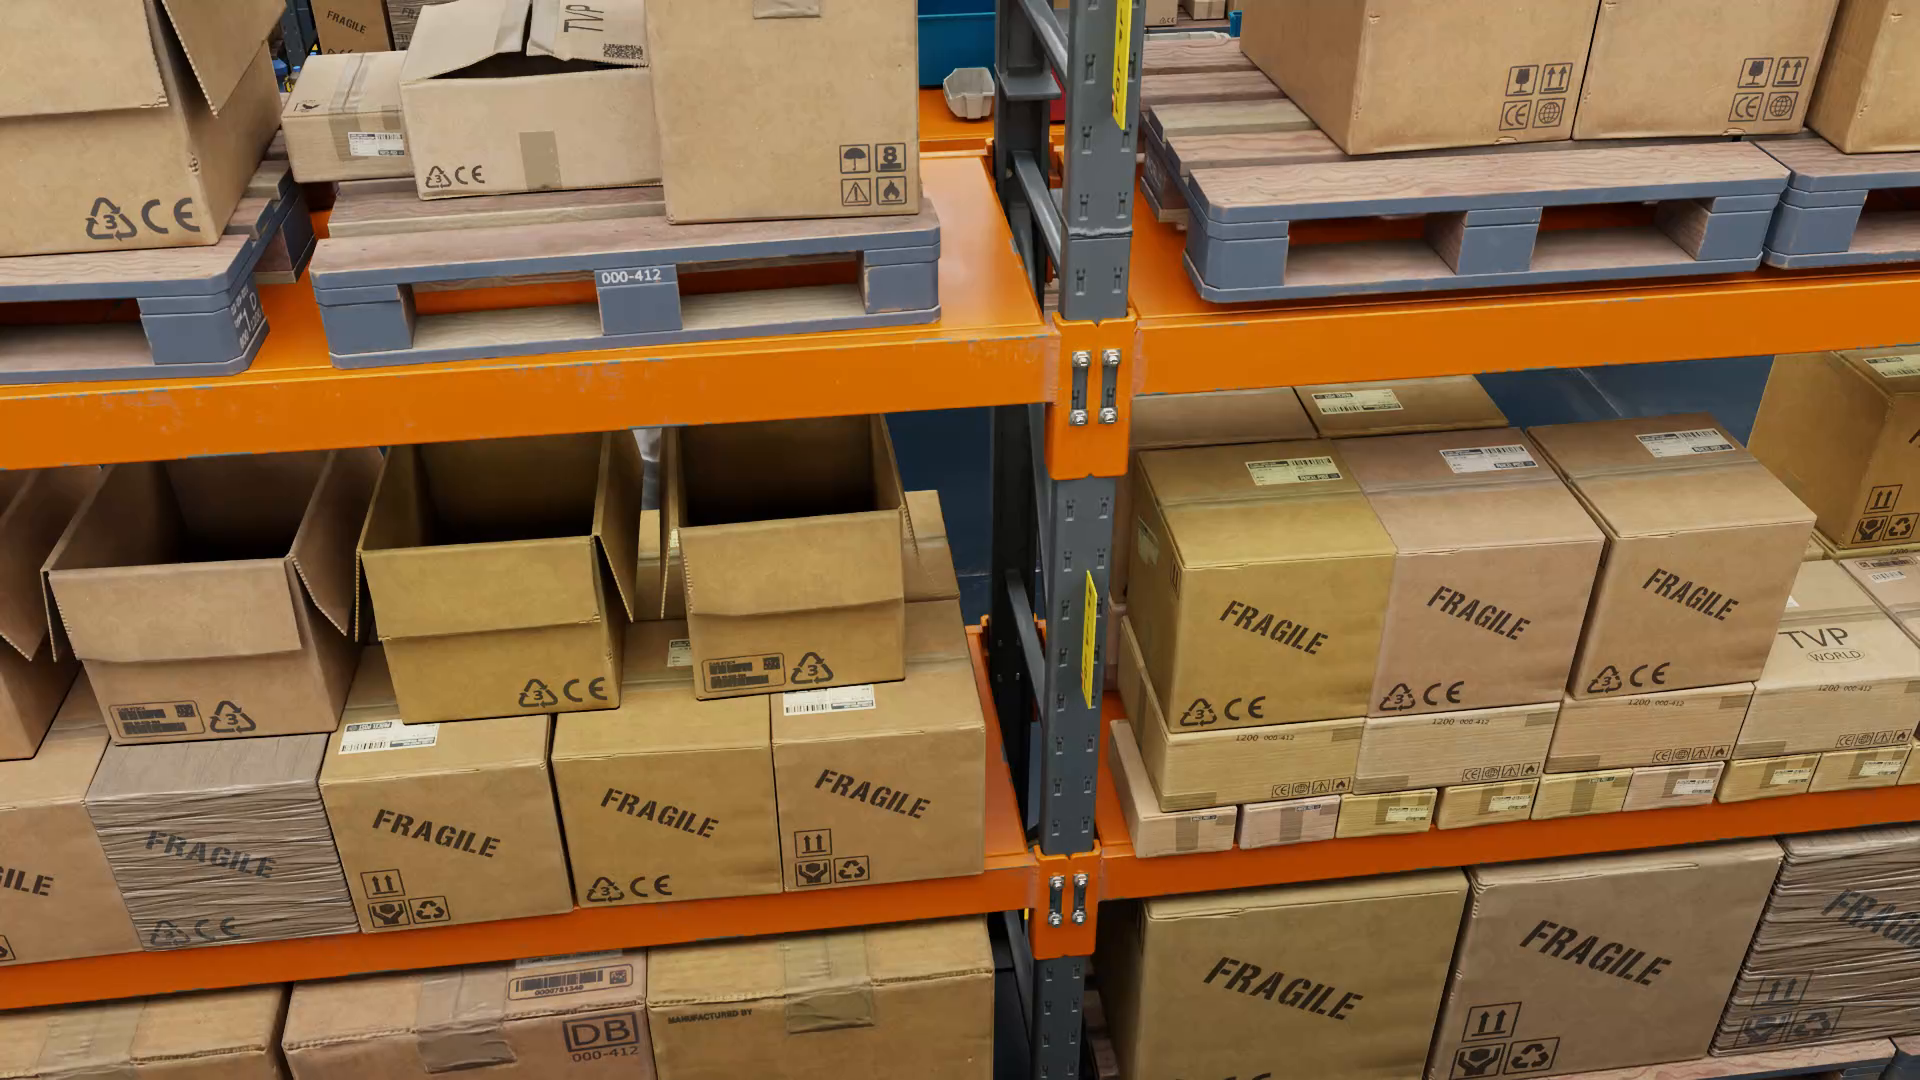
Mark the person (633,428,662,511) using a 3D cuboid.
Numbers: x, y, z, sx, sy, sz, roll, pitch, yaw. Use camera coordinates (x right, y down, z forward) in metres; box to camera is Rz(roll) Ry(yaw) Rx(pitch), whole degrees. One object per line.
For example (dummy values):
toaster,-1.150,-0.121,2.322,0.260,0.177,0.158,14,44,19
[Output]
person,-1.130,-0.444,6.781,0.586,1.748,0.436,-4,35,-6
